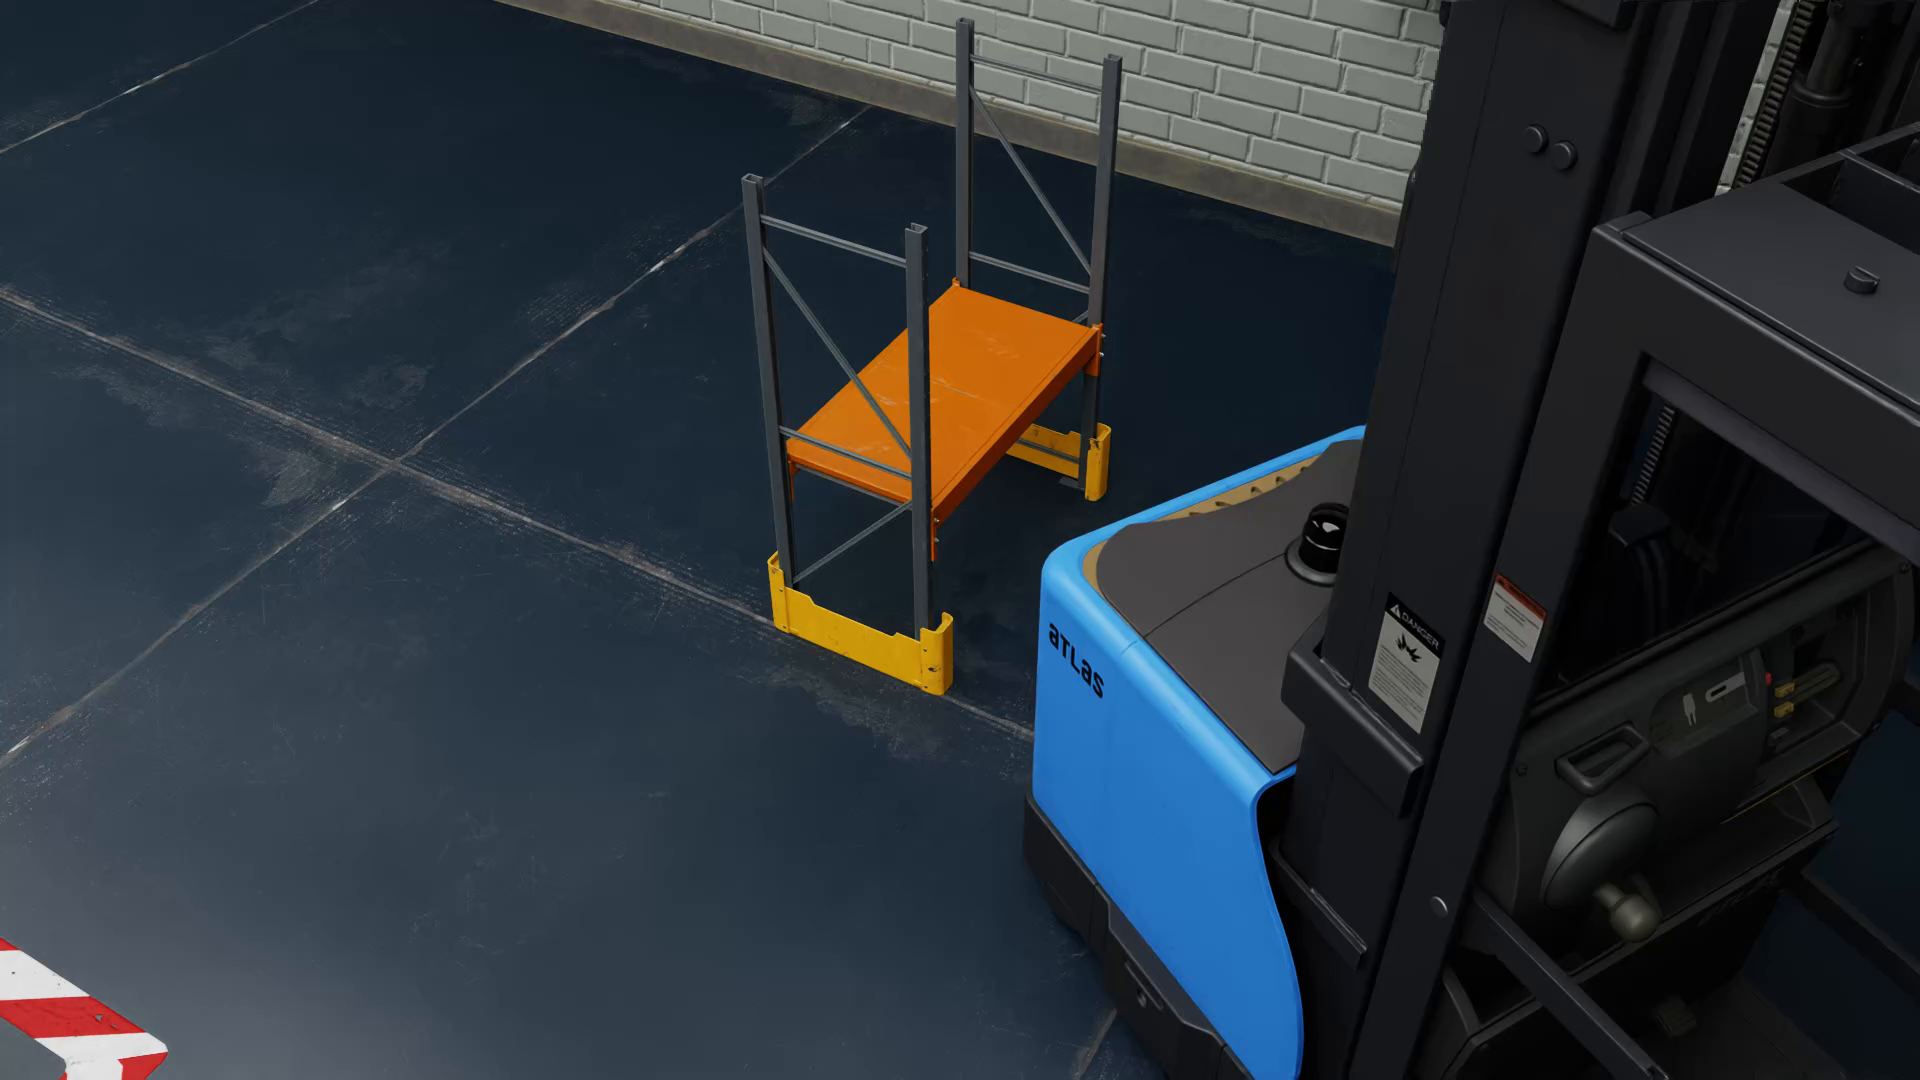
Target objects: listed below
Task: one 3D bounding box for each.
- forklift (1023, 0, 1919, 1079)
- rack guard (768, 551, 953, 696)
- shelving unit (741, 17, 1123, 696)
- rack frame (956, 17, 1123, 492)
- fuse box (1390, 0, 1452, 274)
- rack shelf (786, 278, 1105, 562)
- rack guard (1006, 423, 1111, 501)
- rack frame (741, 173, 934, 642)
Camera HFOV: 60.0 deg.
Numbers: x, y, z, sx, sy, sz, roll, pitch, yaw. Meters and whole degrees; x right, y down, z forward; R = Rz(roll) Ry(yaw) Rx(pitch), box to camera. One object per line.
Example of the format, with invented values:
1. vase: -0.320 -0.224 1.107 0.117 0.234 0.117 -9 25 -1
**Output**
1. forklift: 1.340 0.409 2.568 1.130 2.935 3.031 -21 46 -22
2. rack guard: -0.287 0.235 4.794 0.587 0.250 0.087 21 45 22
3. shelving unit: -0.038 -0.519 4.705 0.587 1.500 1.083 21 45 22
4. rack frame: 0.212 -0.805 5.029 0.500 1.500 0.032 21 45 22
5. fuse box: 1.701 -1.661 5.841 0.539 1.711 0.414 21 45 22
6. rack shelf: -0.043 -0.379 4.818 0.538 0.185 1.000 21 45 22
7. rack guard: 0.211 -0.335 5.441 0.587 0.250 0.087 21 45 22
8. rack frame: -0.297 -0.223 4.369 0.500 1.500 0.032 21 45 22
